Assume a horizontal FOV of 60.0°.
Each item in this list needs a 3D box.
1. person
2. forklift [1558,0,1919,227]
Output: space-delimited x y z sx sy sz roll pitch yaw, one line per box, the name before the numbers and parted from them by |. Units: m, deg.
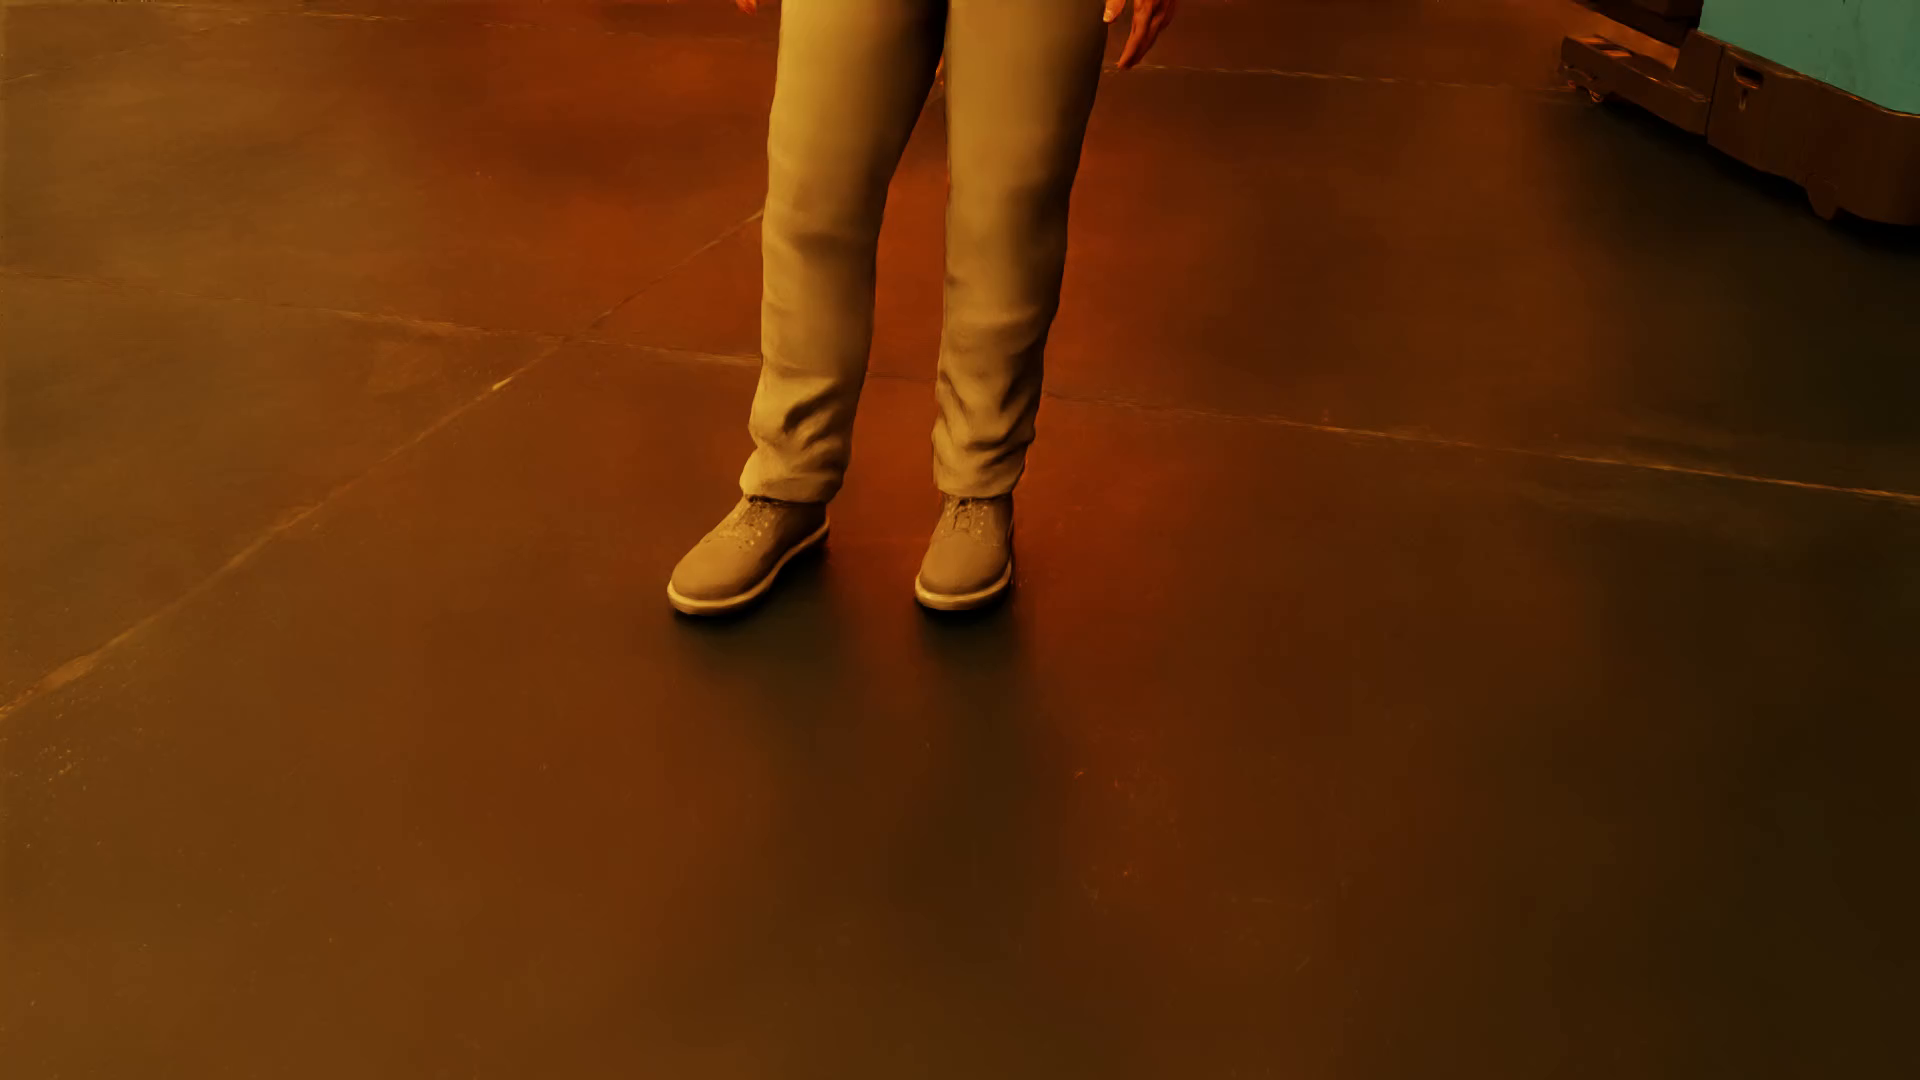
person | -0.035 -0.769 2.029 0.640 1.781 0.574 8 28 16
forklift | 2.508 -2.636 4.441 1.130 2.935 3.031 -1 27 -2
